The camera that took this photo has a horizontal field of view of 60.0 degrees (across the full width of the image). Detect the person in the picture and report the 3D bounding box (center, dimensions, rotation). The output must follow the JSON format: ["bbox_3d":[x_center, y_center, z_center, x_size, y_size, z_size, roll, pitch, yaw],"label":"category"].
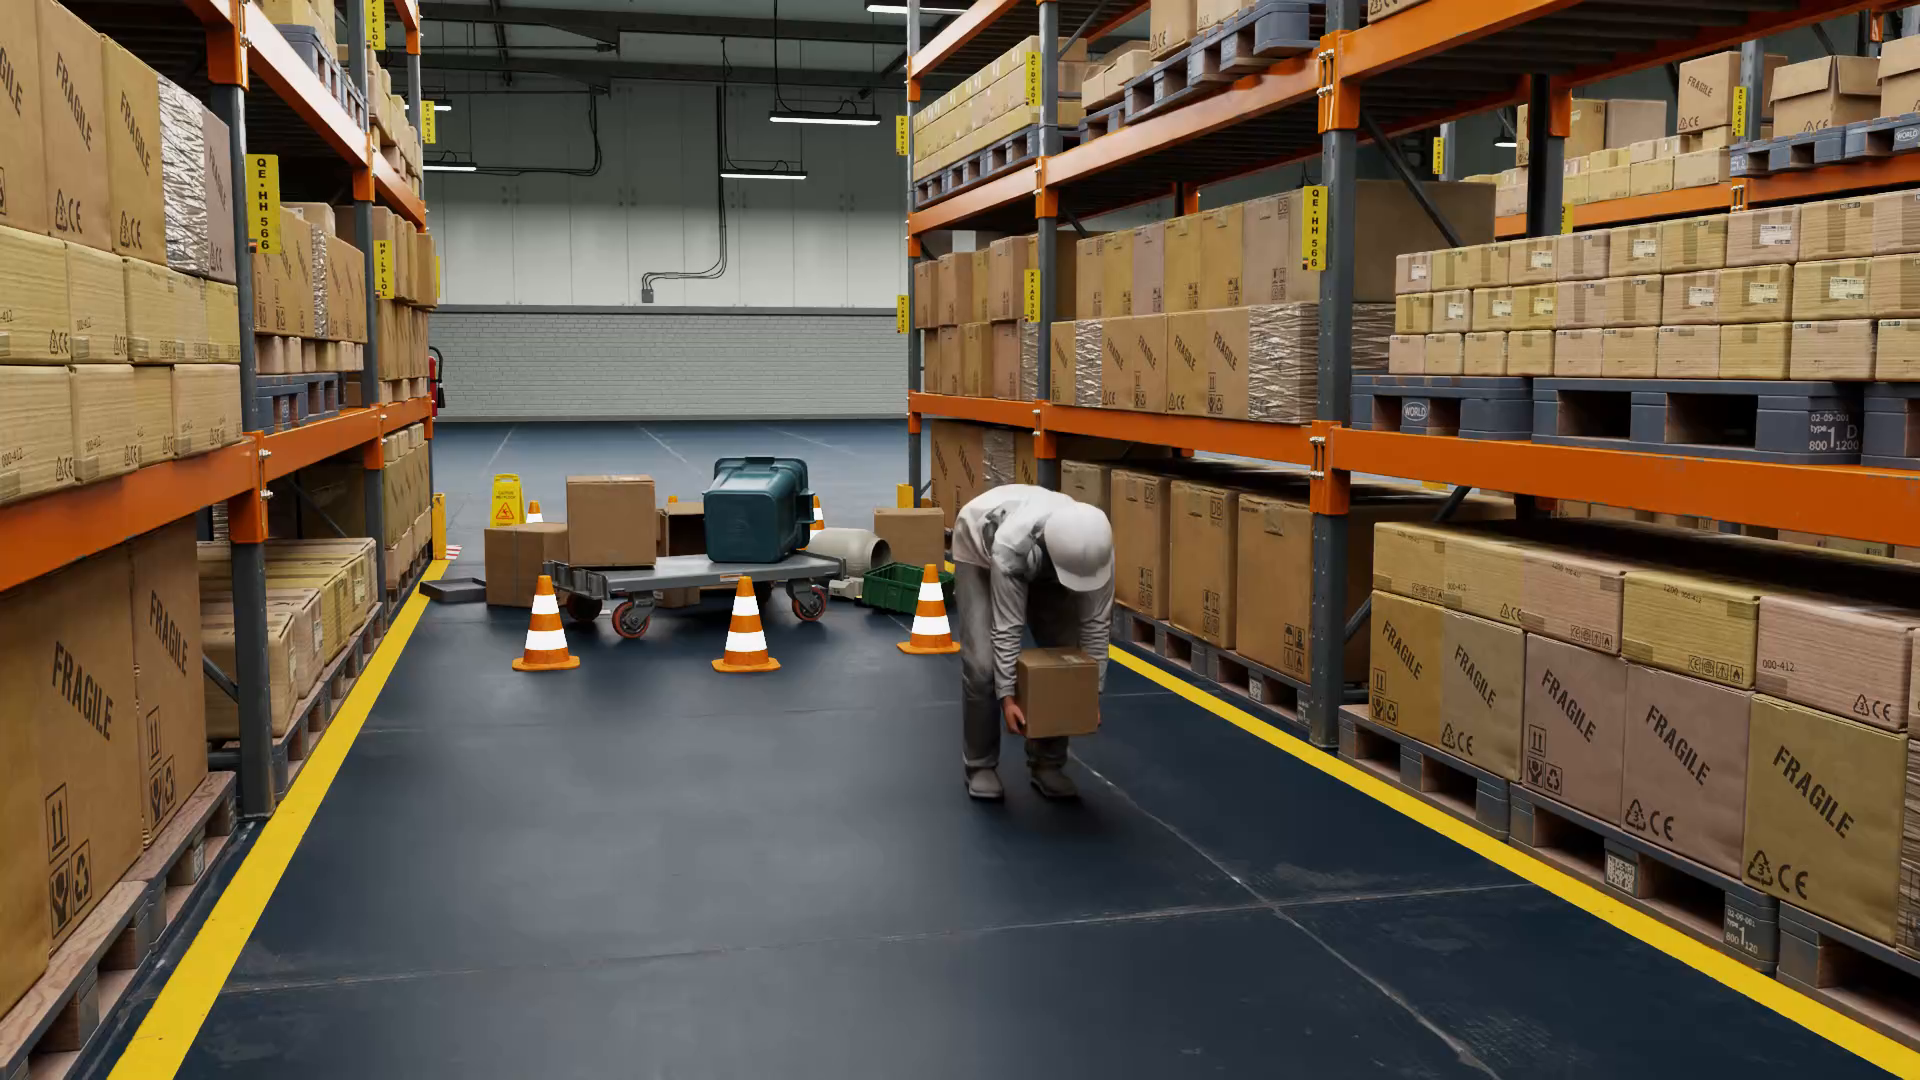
[{"bbox_3d":[0.280,0.382,5.807,0.466,1.123,1.008,-2,6,-16],"label":"person"}]
